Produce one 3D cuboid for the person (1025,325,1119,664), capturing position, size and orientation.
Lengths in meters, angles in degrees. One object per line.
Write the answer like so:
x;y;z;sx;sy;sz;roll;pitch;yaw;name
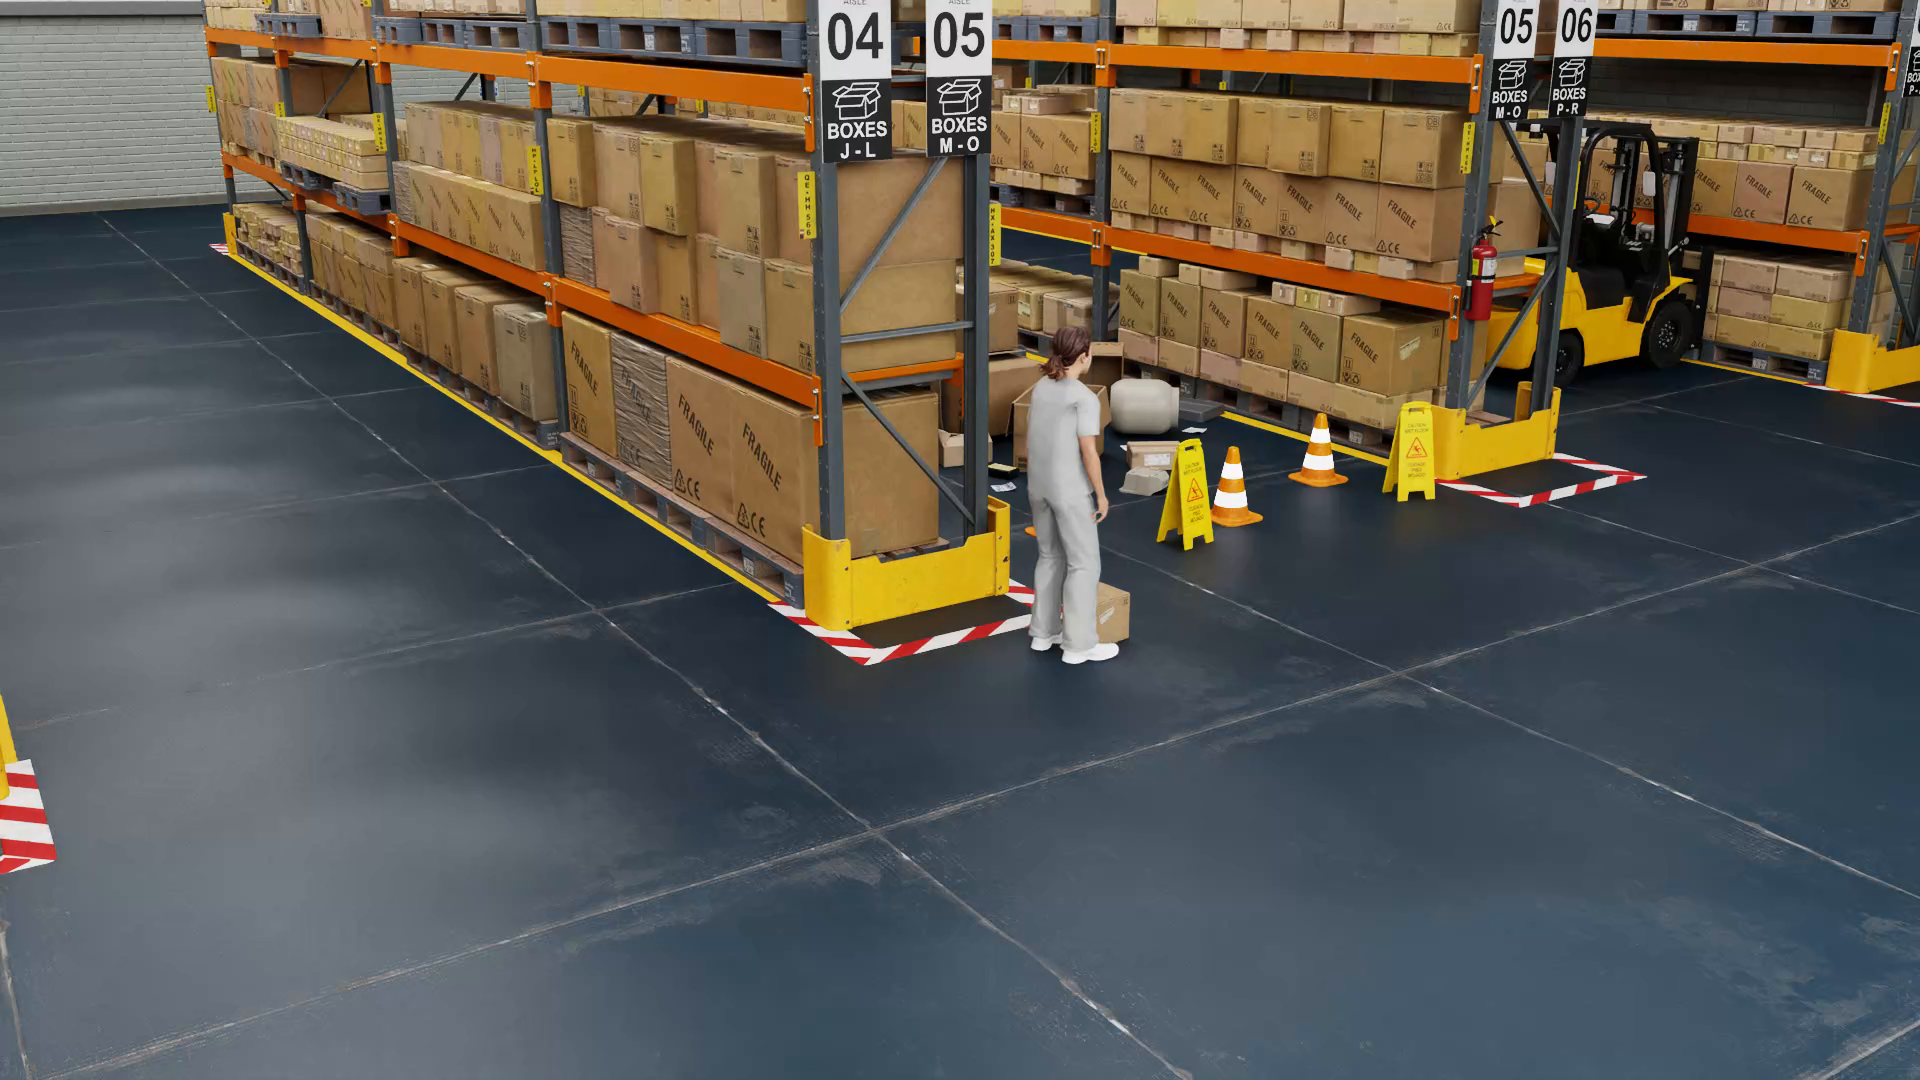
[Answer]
0.527;-0.231;8.264;0.353;1.673;0.512;-15;23;-38;person
